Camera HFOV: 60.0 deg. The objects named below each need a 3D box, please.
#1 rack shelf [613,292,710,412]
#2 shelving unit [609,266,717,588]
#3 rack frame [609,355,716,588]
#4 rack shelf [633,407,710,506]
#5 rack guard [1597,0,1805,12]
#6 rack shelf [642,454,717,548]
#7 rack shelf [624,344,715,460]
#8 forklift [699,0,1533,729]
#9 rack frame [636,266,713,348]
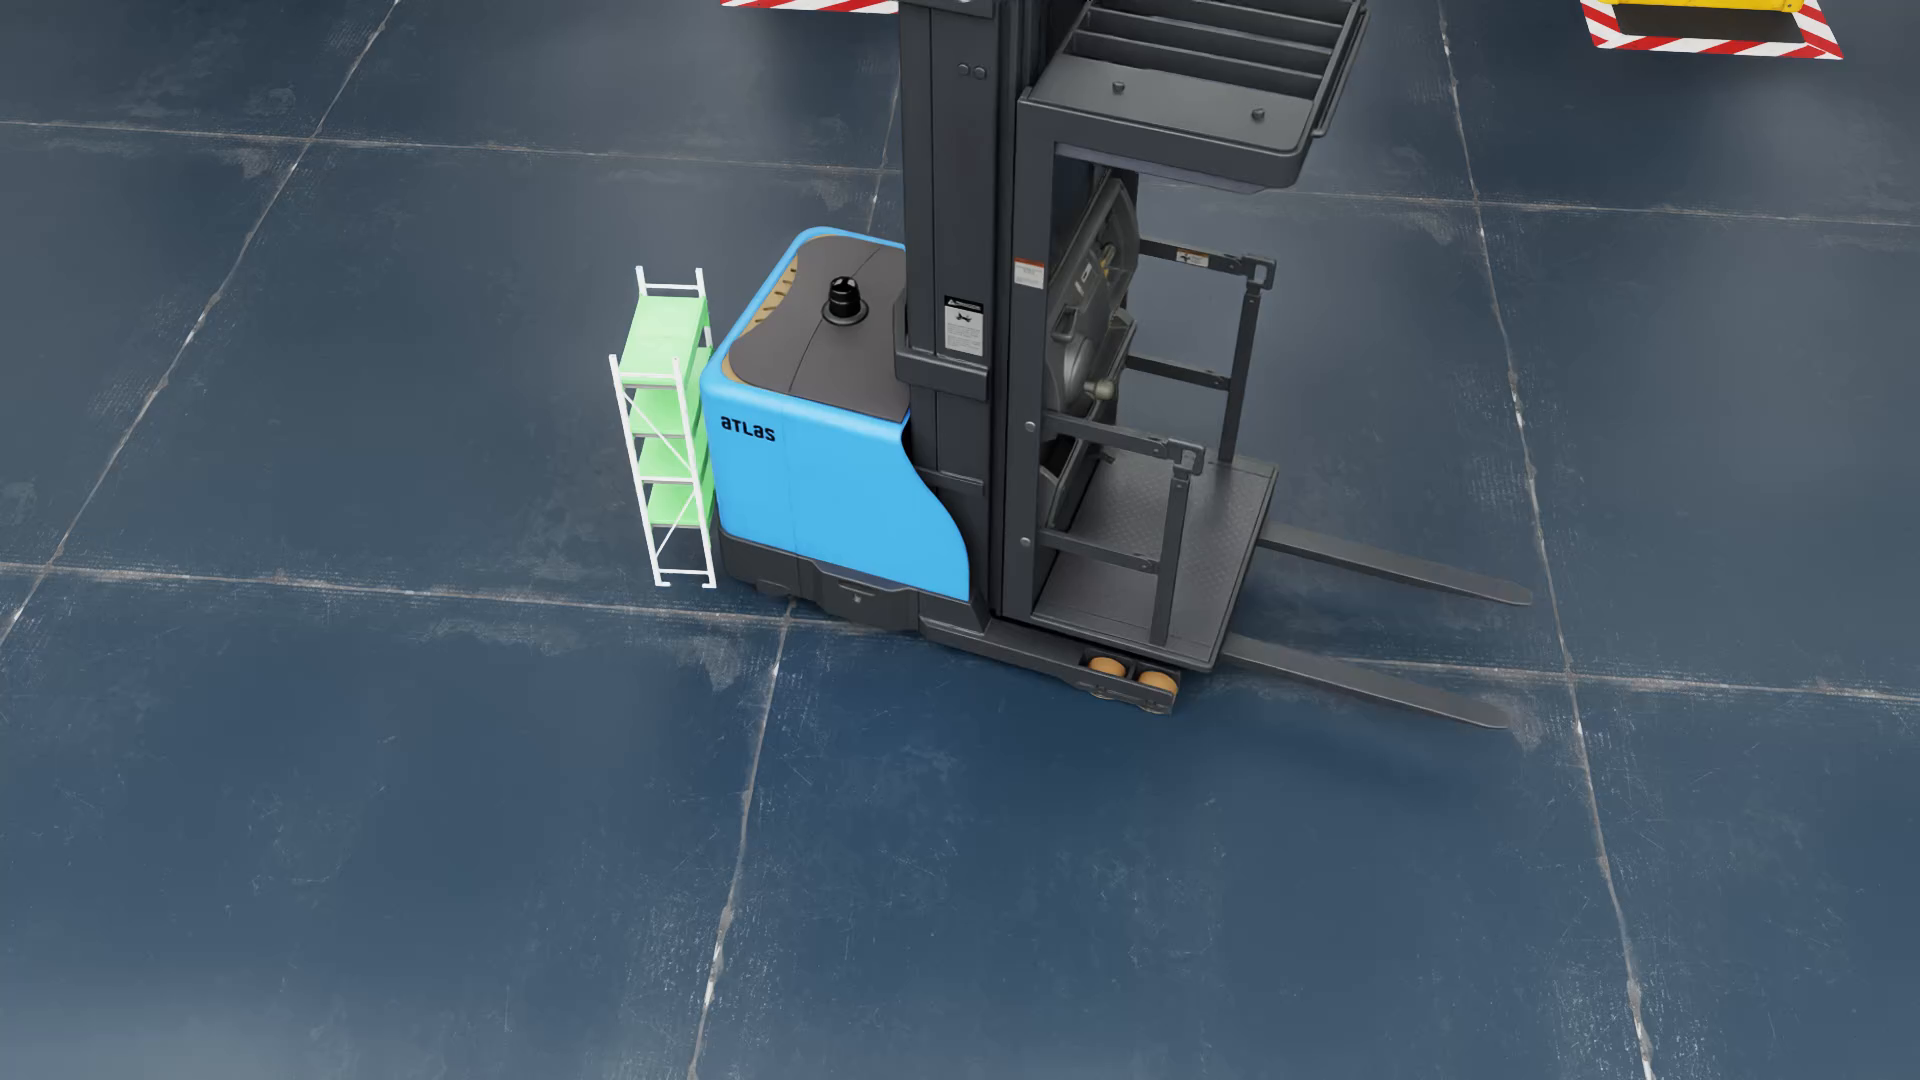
[{"bbox_3d":[-1.074,-0.685,6.025,0.258,0.148,0.480,2,48,2],"label":"rack shelf"},{"bbox_3d":[-1.074,-0.404,6.332,0.258,1.200,0.503,2,48,2],"label":"shelving unit"},{"bbox_3d":[-1.088,-0.224,6.168,0.240,1.200,0.015,2,48,2],"label":"rack frame"},{"bbox_3d":[-1.074,-0.361,6.379,0.258,0.148,0.480,2,48,2],"label":"rack shelf"},{"bbox_3d":[4.276,-3.359,9.510,1.175,0.500,0.348,4,48,4],"label":"rack guard"},{"bbox_3d":[-1.074,-0.199,6.556,0.258,0.148,0.480,2,48,2],"label":"rack shelf"},{"bbox_3d":[-1.074,-0.523,6.202,0.258,0.148,0.480,2,48,2],"label":"rack shelf"},{"bbox_3d":[0.631,-0.790,5.513,3.031,2.935,1.130,15,49,13],"label":"forklift"},{"bbox_3d":[-1.060,-0.584,6.497,0.240,1.200,0.015,2,48,2],"label":"rack frame"}]
